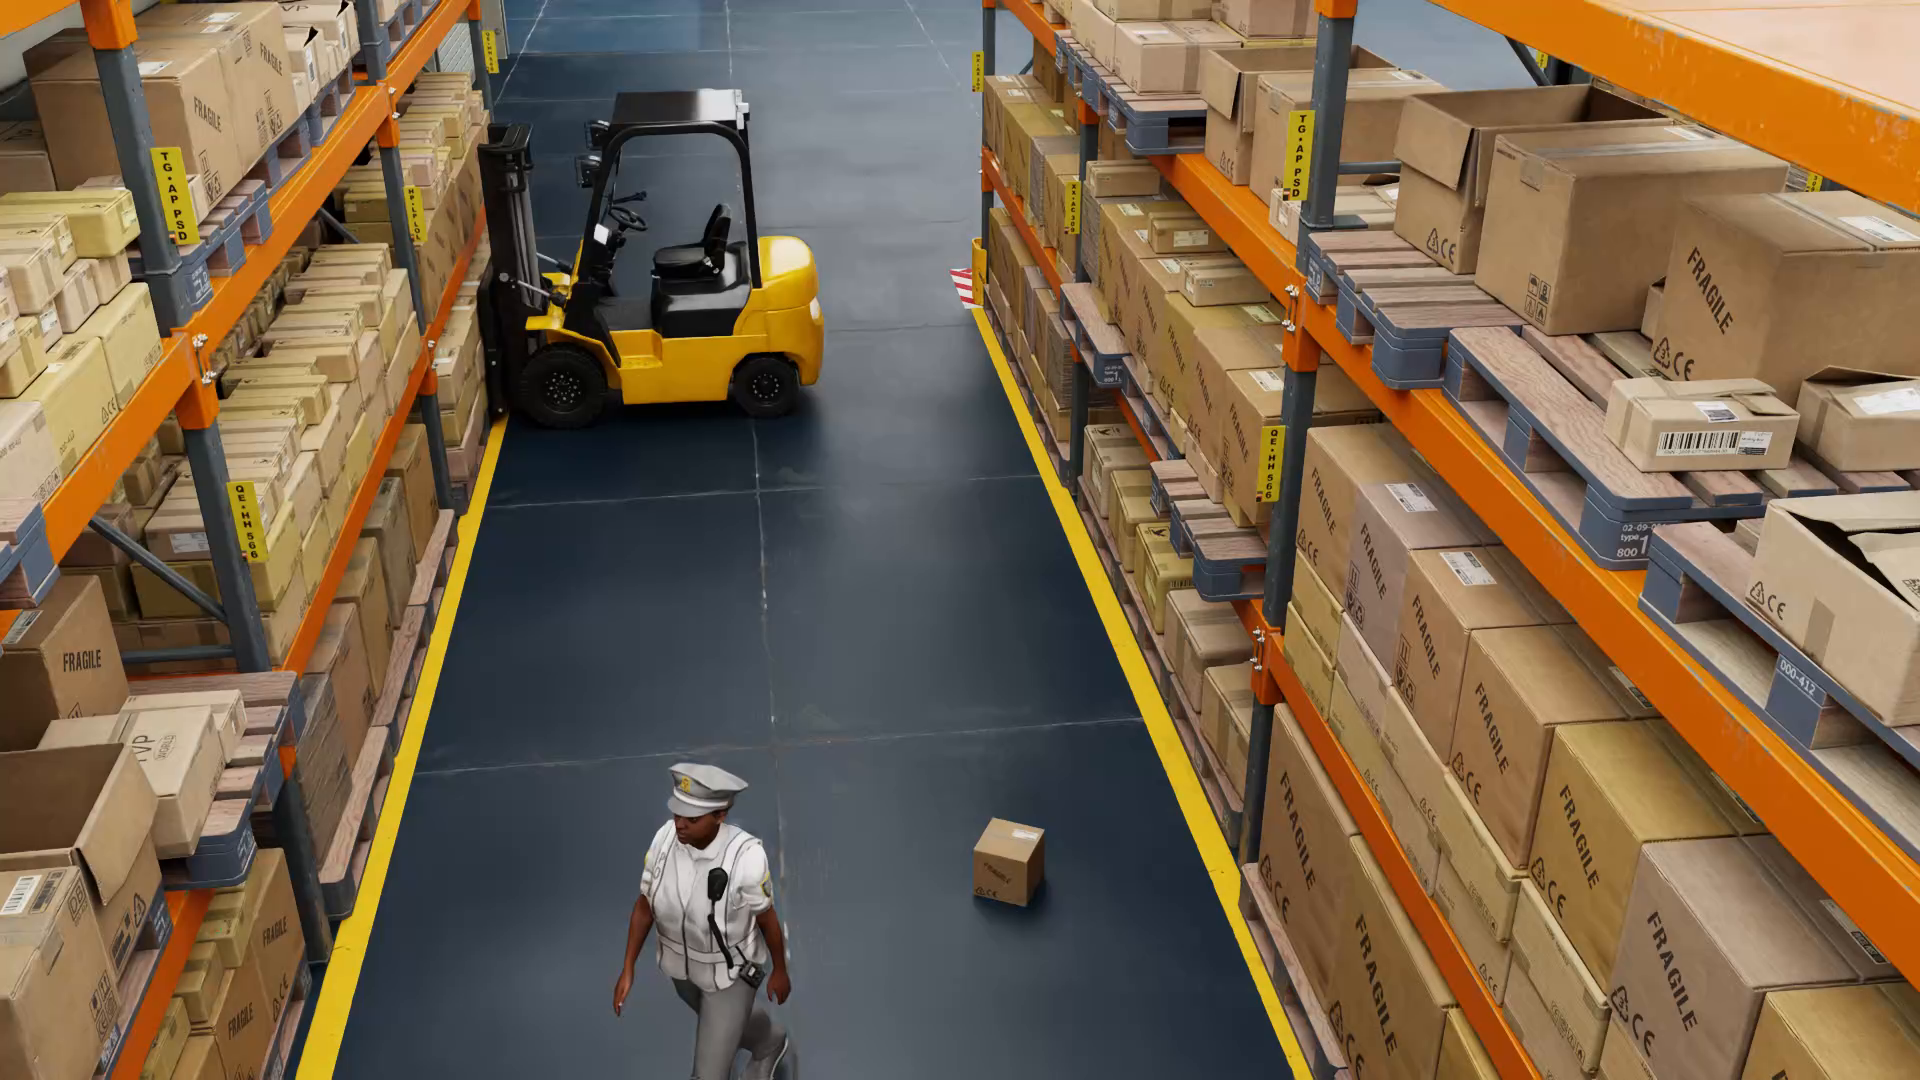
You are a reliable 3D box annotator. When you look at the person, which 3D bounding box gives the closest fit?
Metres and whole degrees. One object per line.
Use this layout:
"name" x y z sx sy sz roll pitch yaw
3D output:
"person" -0.900 1.471 5.714 0.489 1.633 0.996 14 30 25
